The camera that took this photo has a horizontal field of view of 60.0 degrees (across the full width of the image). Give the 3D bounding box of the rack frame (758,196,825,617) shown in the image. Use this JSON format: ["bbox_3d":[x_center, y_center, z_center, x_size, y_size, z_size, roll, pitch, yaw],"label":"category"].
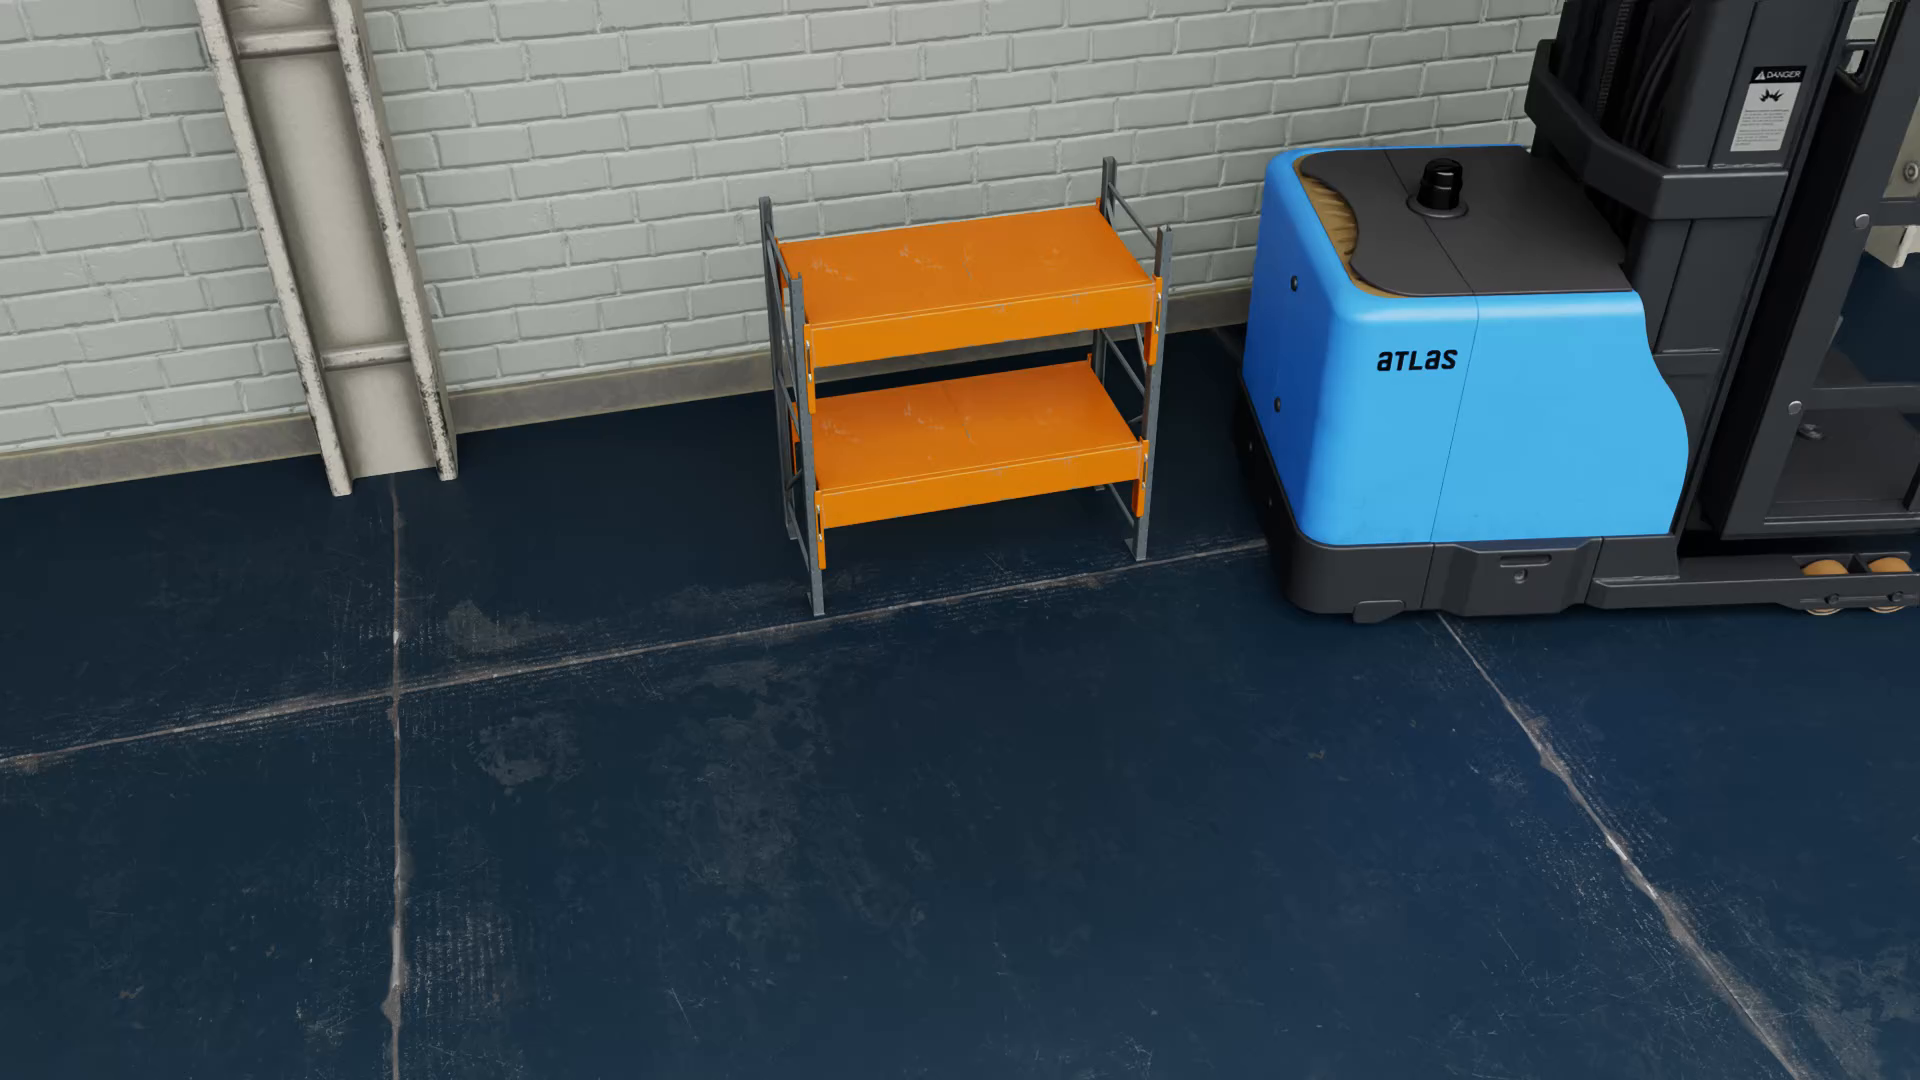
[{"bbox_3d":[-0.484,-0.367,4.804,0.032,1.125,0.500,-9,38,-12],"label":"rack frame"}]

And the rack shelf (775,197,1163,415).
[{"bbox_3d":[0.007,-0.680,4.732,1.000,0.278,0.538,-9,38,-12],"label":"rack shelf"}]

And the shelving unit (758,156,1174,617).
[{"bbox_3d":[0.007,-0.448,4.910,1.048,1.125,0.538,-9,38,-12],"label":"shelving unit"}]

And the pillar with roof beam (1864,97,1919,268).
[{"bbox_3d":[5.017,-2.263,0.802,0.400,9.000,9.100,-9,38,-12],"label":"pillar with roof beam"}]

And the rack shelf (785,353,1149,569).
[{"bbox_3d":[0.007,-0.254,5.058,1.000,0.278,0.538,-9,38,-12],"label":"rack shelf"}]

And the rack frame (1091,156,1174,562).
[{"bbox_3d":[0.497,-0.528,5.015,0.032,1.125,0.500,-9,38,-12],"label":"rack frame"}]

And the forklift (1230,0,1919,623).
[{"bbox_3d":[2.448,-1.261,4.486,3.031,2.935,1.130,-2,37,-3],"label":"forklift"}]
